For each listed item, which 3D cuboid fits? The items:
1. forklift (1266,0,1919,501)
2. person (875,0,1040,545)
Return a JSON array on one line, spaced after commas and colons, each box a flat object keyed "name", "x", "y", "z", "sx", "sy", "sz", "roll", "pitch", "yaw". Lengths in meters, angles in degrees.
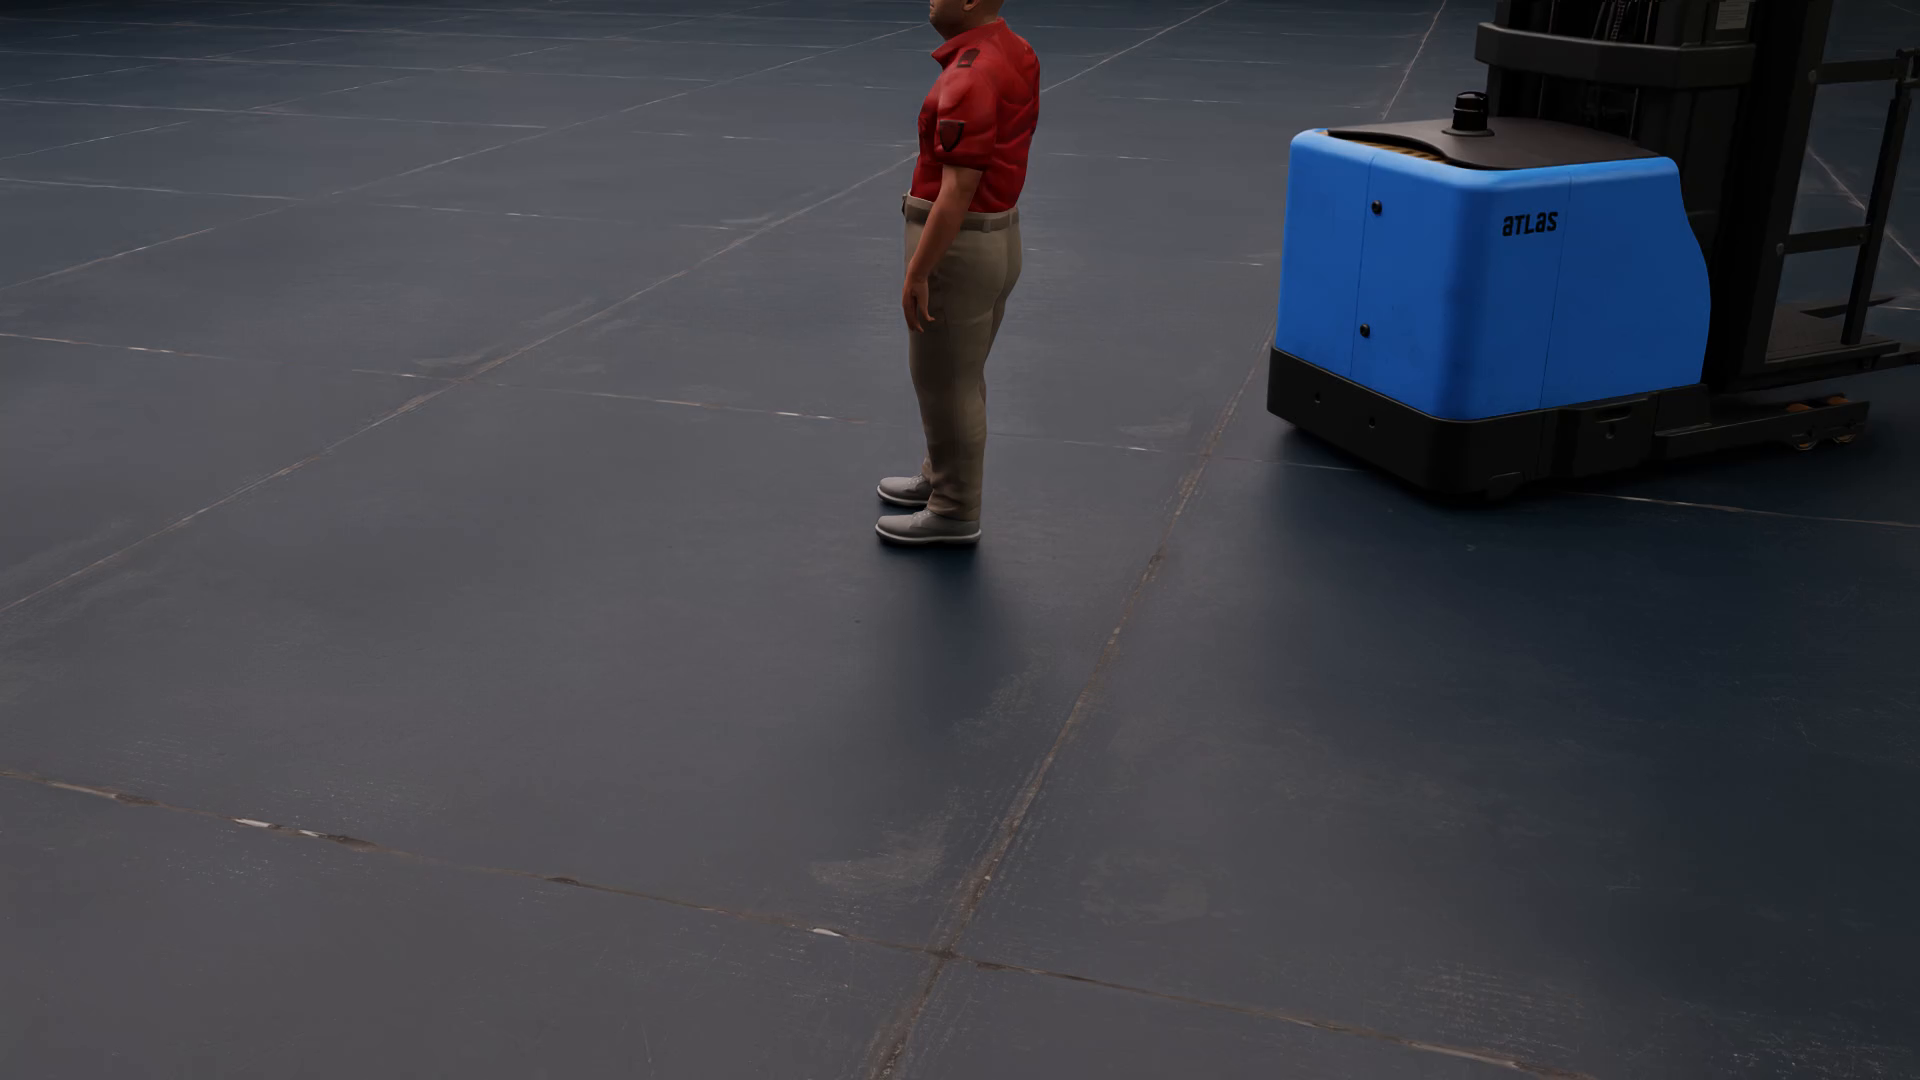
[{"name": "forklift", "x": 2.685, "y": -1.842, "z": 5.741, "sx": 3.031, "sy": 2.935, "sz": 1.130, "roll": -10, "pitch": 24, "yaw": -22}, {"name": "person", "x": -0.082, "y": -0.820, "z": 4.823, "sx": 0.551, "sy": 1.727, "sz": 0.640, "roll": 7, "pitch": 23, "yaw": 16}]
